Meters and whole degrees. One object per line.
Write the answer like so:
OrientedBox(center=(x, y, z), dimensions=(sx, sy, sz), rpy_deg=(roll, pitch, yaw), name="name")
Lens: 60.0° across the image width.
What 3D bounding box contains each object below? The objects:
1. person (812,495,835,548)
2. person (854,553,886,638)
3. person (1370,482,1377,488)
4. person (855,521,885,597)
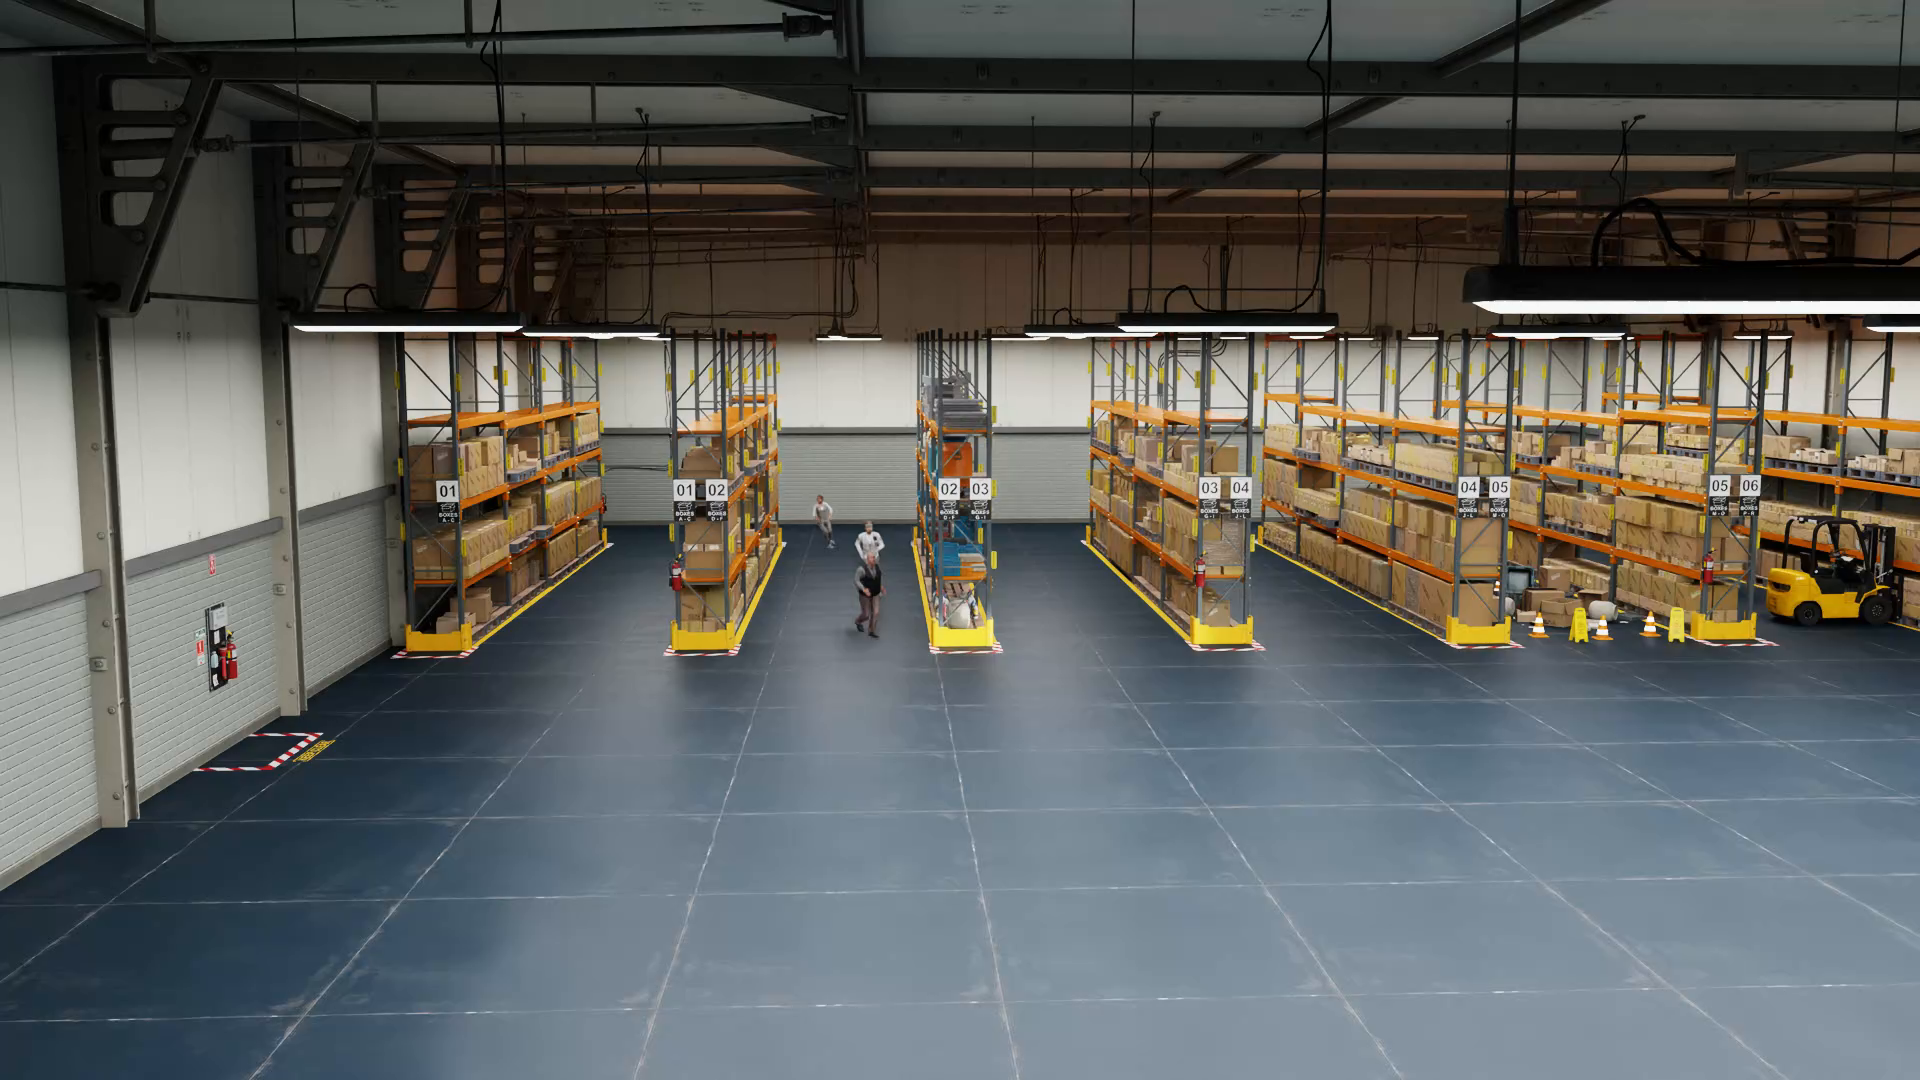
OrientedBox(center=(-3.797, -0.517, 46.588), dimensions=(0.662, 1.520, 0.498), rpy_deg=(-2, 7, -17), name="person")
OrientedBox(center=(-1.818, 1.063, 32.604), dimensions=(0.664, 1.675, 0.745), rpy_deg=(-4, 8, -29), name="person")
OrientedBox(center=(12.467, -1.024, 49.982), dimensions=(0.966, 1.656, 0.578), rpy_deg=(-2, 7, -16), name="person")
OrientedBox(center=(-1.916, 0.409, 35.539), dimensions=(0.614, 1.690, 0.776), rpy_deg=(-1, 7, -9), name="person")
